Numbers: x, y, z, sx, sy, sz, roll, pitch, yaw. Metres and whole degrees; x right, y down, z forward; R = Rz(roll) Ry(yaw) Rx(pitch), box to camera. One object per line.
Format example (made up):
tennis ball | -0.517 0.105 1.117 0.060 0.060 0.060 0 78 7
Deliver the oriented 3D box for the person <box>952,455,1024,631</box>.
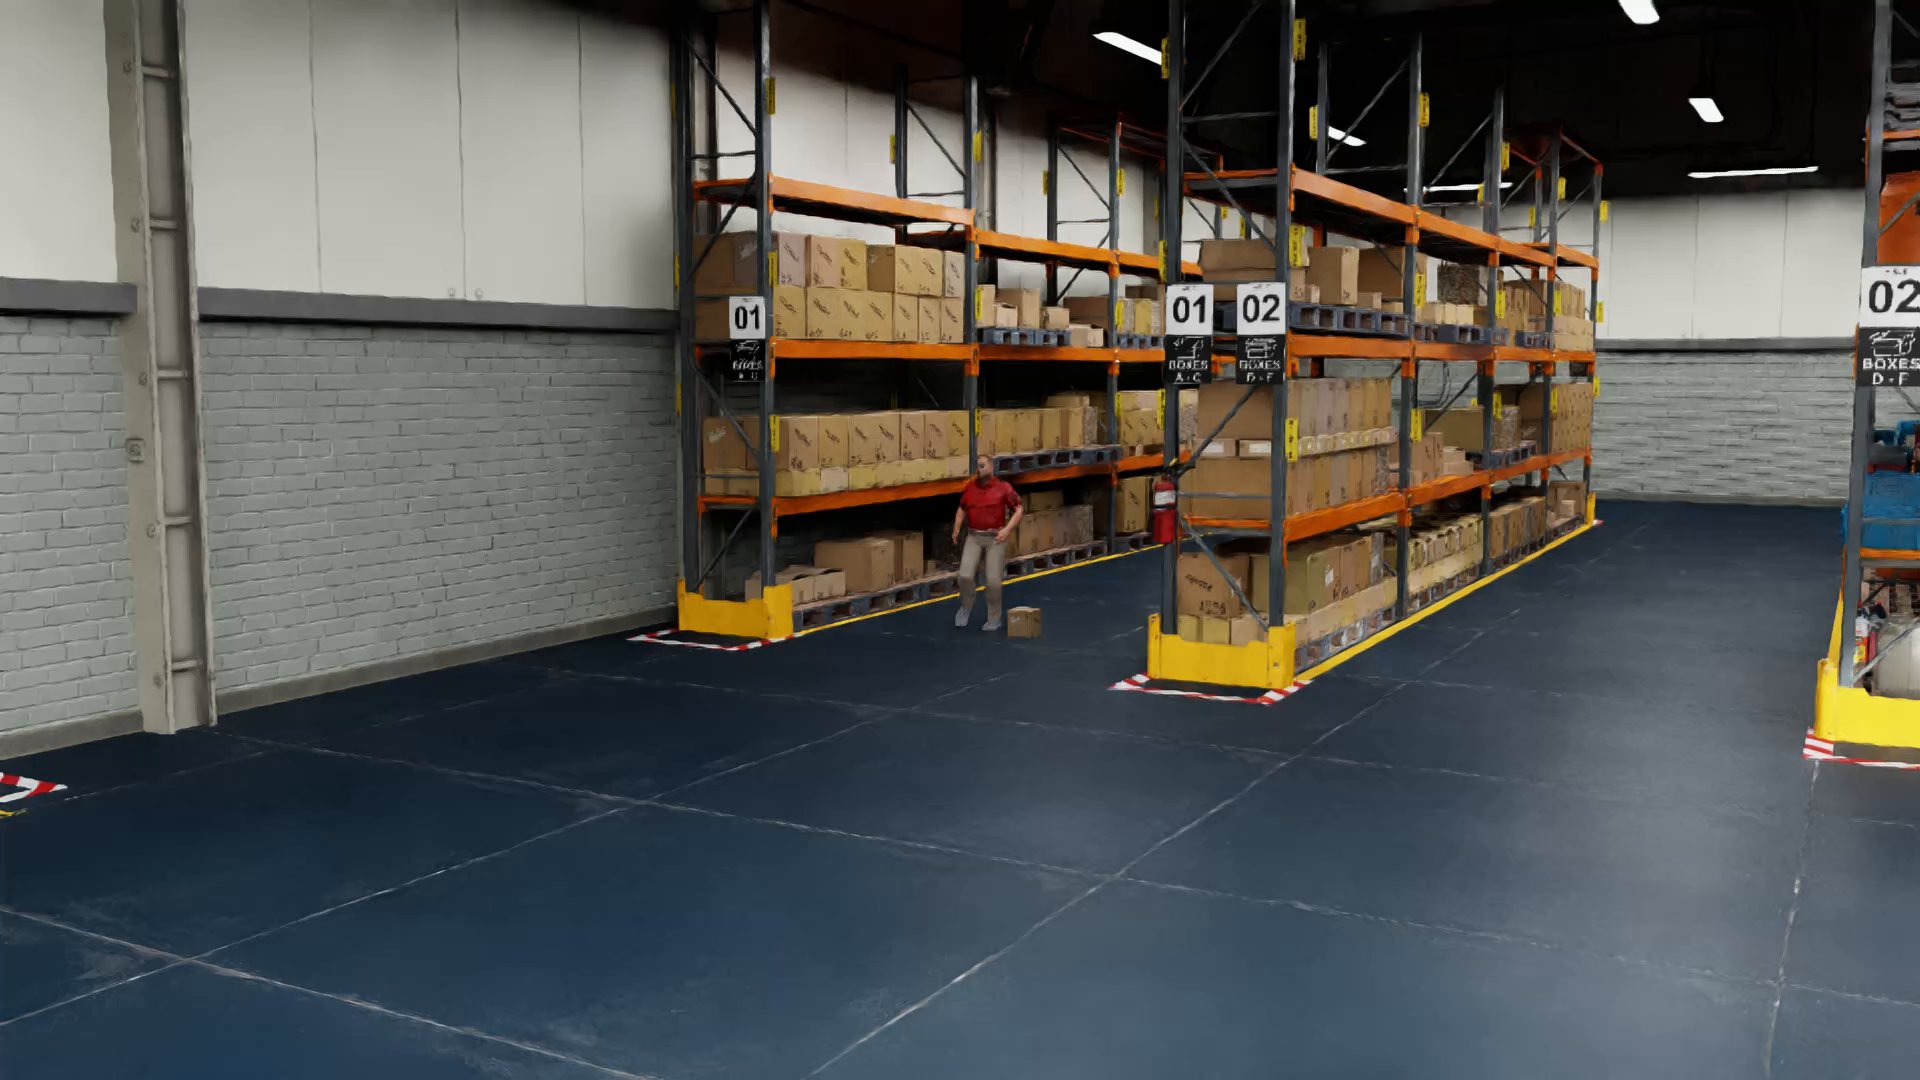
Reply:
person | 0.262 0.030 16.130 0.706 1.699 0.517 2 6 15
